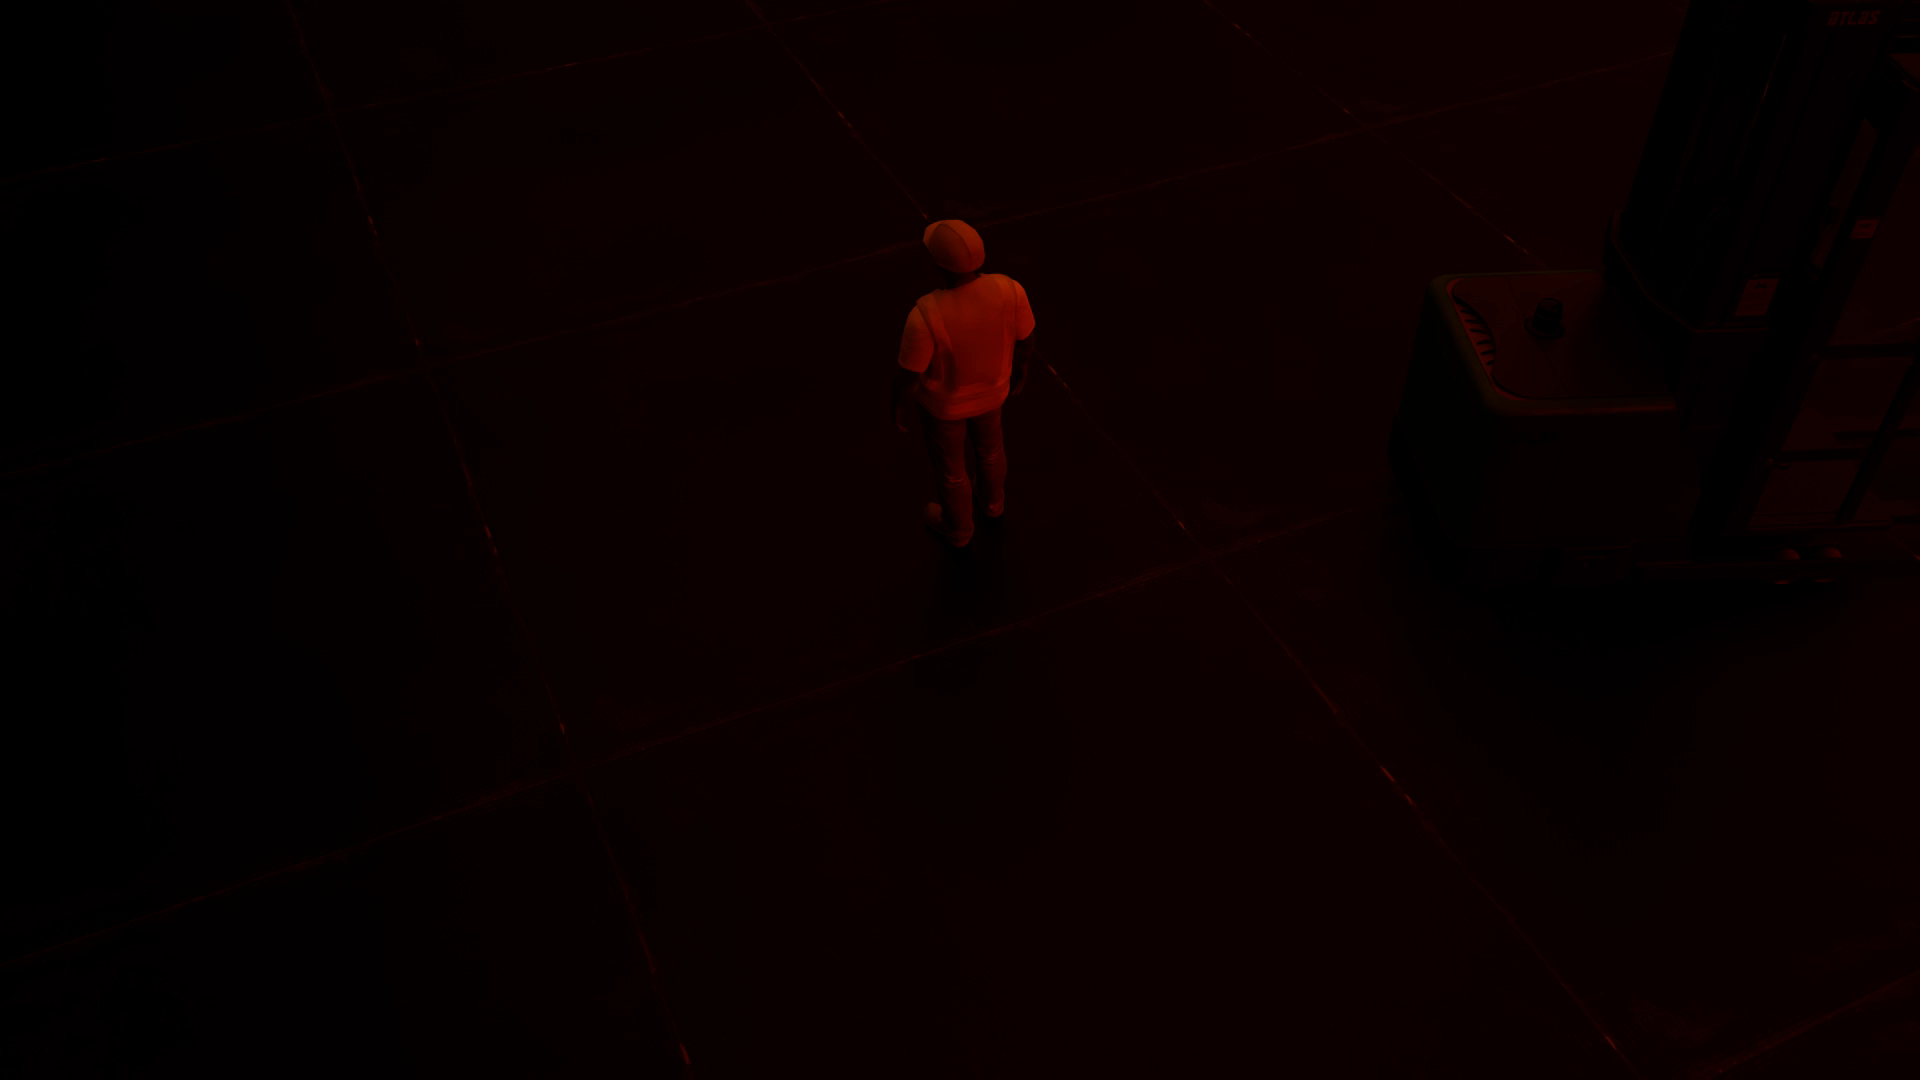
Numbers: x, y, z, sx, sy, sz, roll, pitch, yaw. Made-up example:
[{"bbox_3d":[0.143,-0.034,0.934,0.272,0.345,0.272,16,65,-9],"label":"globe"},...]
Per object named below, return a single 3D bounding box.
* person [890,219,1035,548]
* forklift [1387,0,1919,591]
[{"bbox_3d":[-0.024,-0.696,7.269,0.665,1.768,0.575,-18,46,-18],"label":"person"},{"bbox_3d":[3.642,-1.229,6.997,3.031,2.935,1.130,-2,43,-3],"label":"forklift"}]
